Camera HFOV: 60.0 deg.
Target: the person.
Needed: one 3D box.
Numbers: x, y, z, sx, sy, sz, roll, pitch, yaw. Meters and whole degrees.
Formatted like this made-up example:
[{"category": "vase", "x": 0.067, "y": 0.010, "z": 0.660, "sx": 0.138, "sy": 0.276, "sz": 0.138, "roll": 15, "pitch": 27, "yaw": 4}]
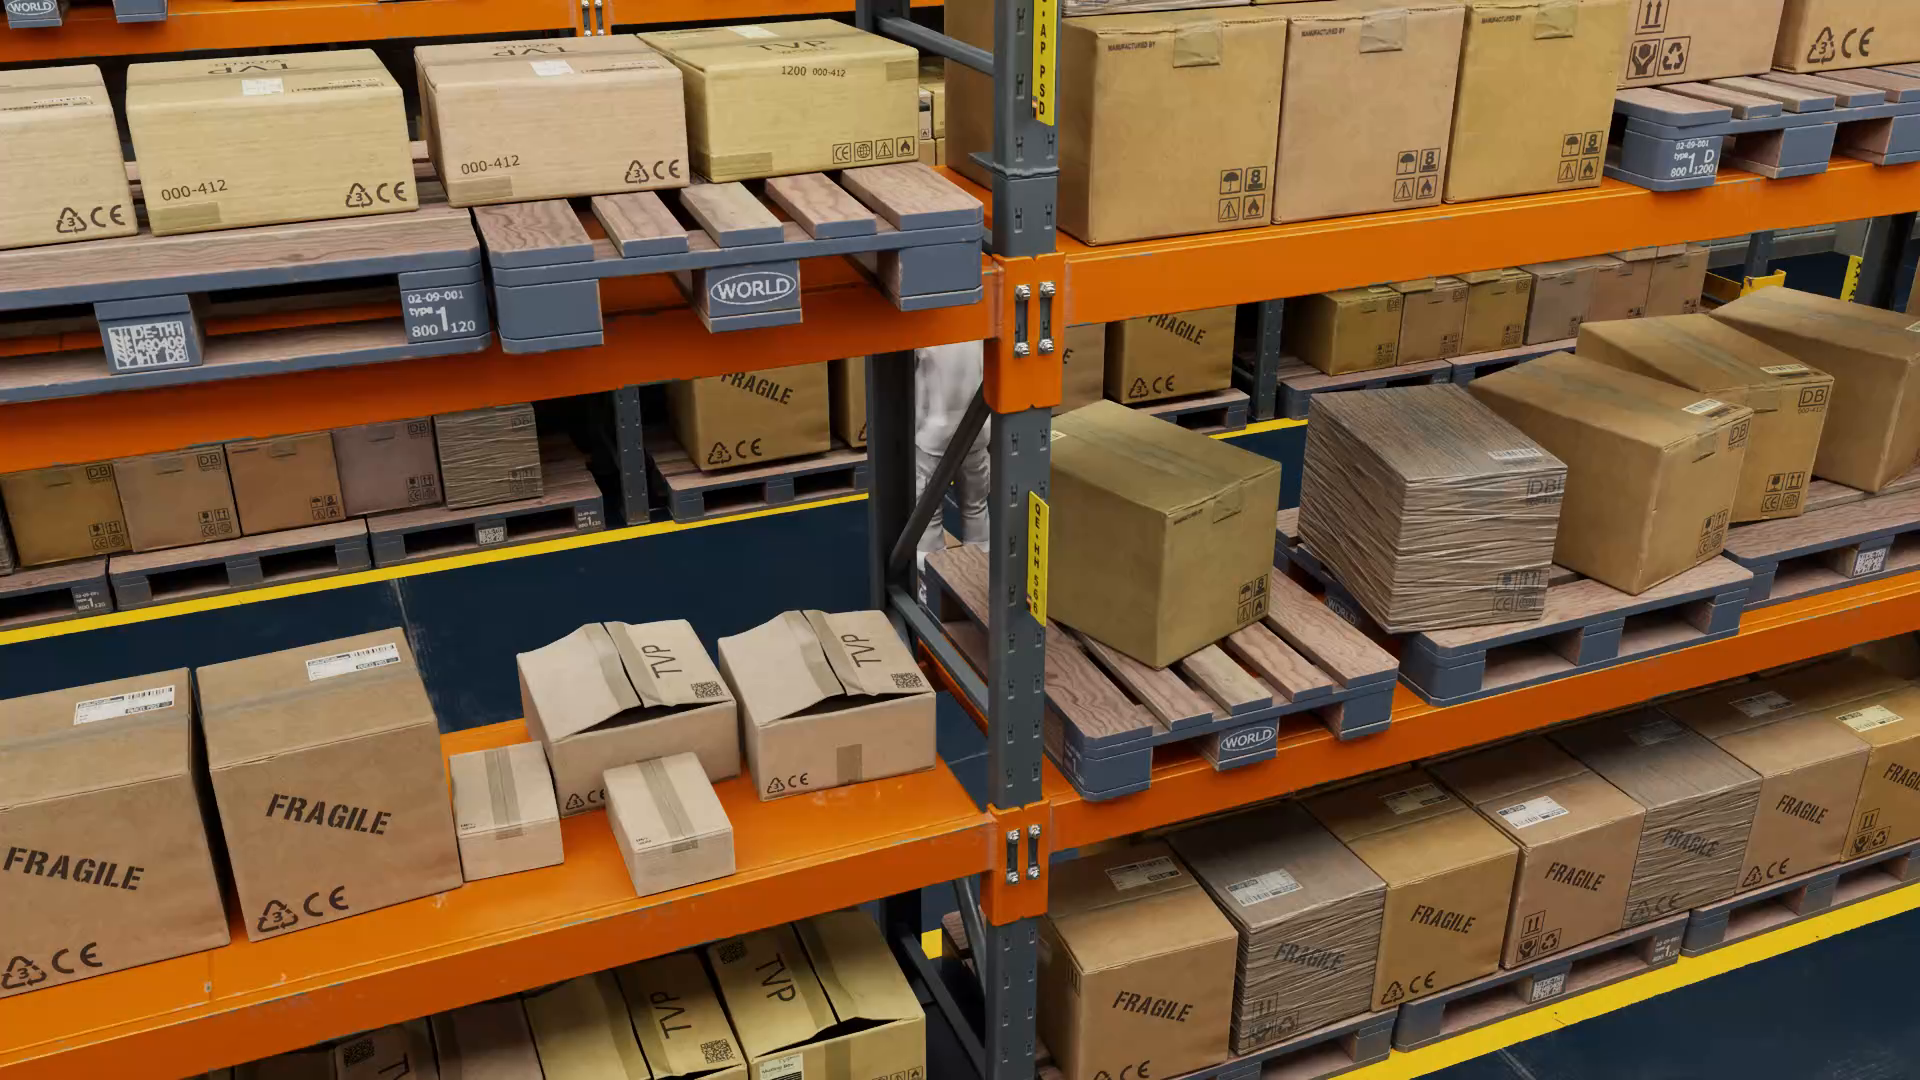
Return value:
[{"category": "person", "x": -0.063, "y": -0.488, "z": 7.910, "sx": 0.607, "sy": 1.780, "sz": 0.449, "roll": -10, "pitch": 28, "yaw": -20}]
